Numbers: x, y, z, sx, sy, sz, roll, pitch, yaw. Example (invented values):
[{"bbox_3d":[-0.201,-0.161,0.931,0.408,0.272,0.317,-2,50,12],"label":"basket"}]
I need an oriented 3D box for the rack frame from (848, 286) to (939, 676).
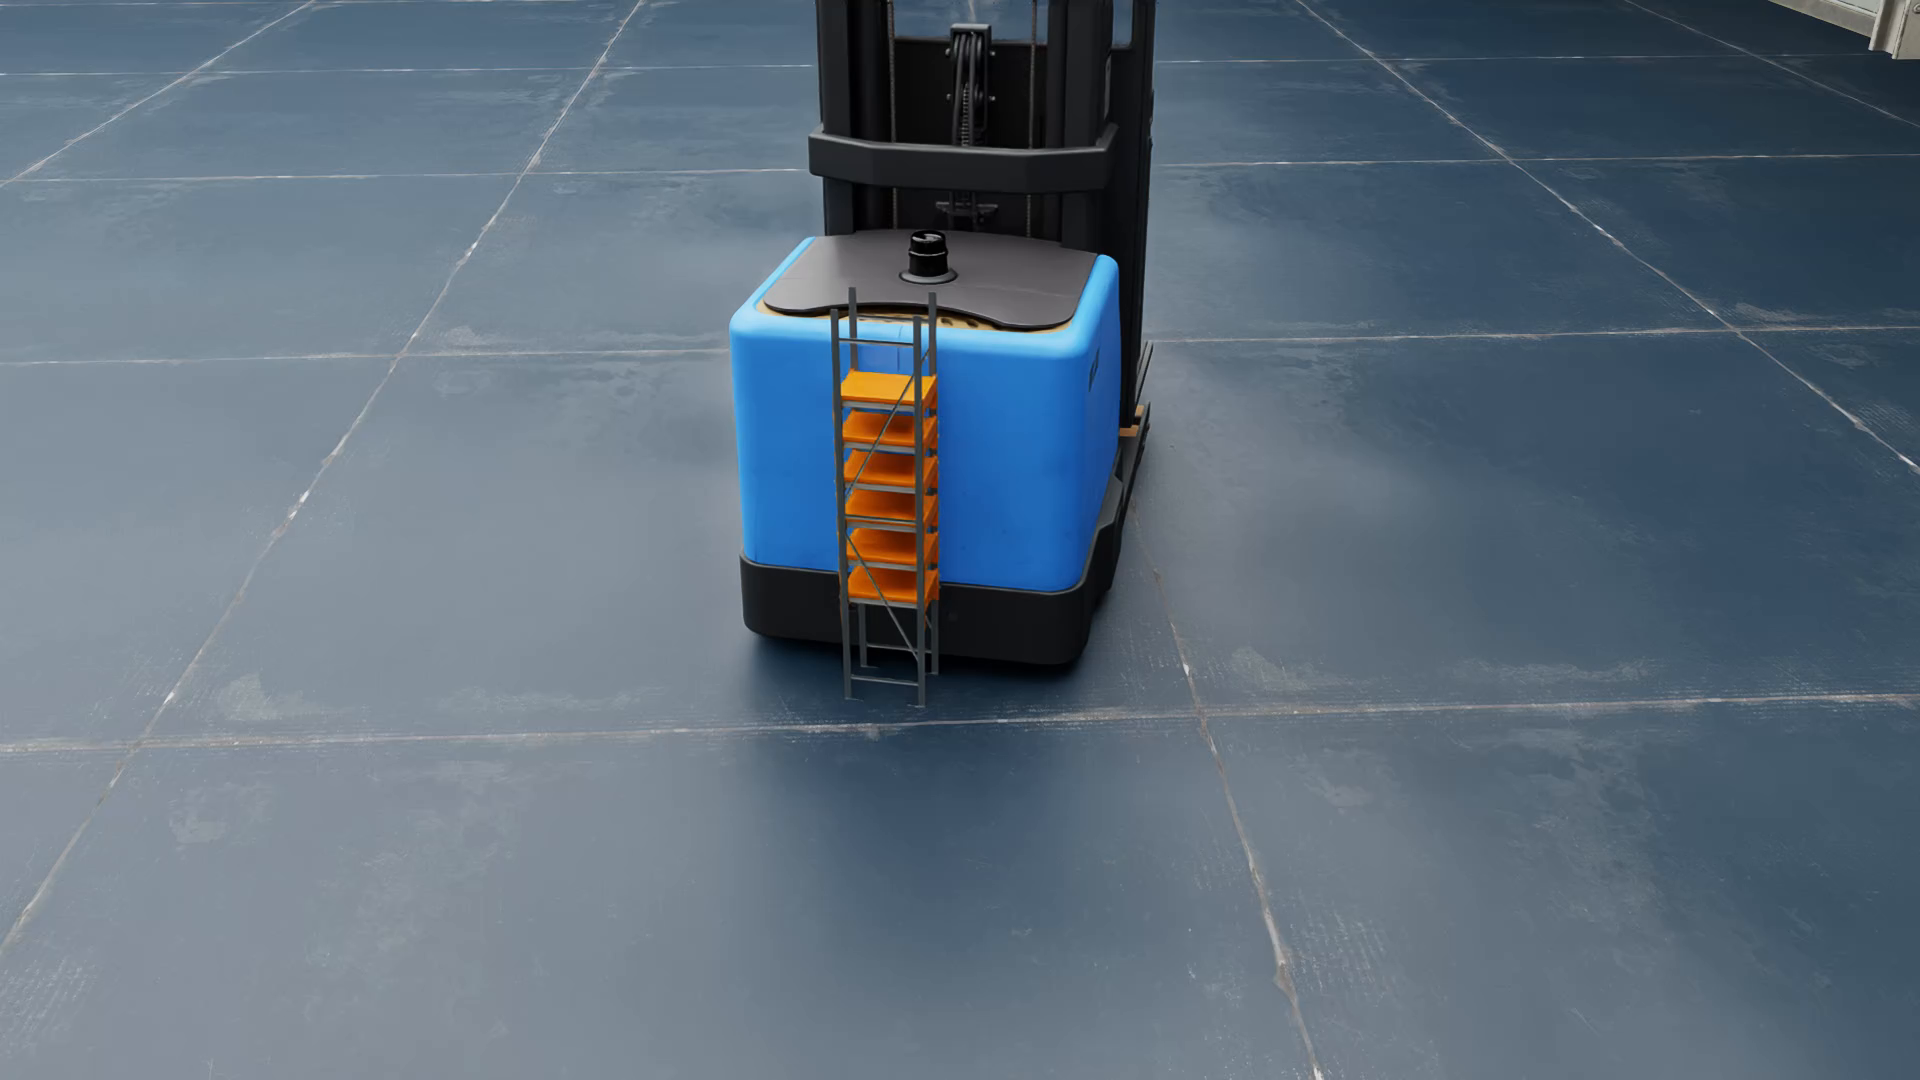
[{"bbox_3d":[-0.182,-0.137,4.715,0.240,1.200,0.006,5,28,10],"label":"rack frame"}]

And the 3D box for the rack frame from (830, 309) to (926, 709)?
[{"bbox_3d":[-0.217,-0.054,4.556,0.240,1.200,0.006,5,28,10],"label":"rack frame"}]

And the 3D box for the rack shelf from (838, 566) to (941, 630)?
[{"bbox_3d":[-0.200,0.157,4.767,0.258,0.103,0.180,5,28,10],"label":"rack shelf"}]

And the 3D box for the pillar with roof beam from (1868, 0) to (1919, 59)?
[{"bbox_3d":[3.102,-7.712,10.805,9.100,9.000,0.400,-1,28,-3],"label":"pillar with roof beam"}]

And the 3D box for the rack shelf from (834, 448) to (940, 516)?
[{"bbox_3d":[-0.200,-0.162,4.600,0.258,0.103,0.180,5,28,10],"label":"rack shelf"}]

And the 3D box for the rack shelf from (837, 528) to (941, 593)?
[{"bbox_3d":[-0.200,0.051,4.711,0.258,0.103,0.180,5,28,10],"label":"rack shelf"}]

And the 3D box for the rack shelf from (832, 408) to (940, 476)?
[{"bbox_3d":[-0.200,-0.269,4.545,0.258,0.103,0.180,5,28,10],"label":"rack shelf"}]

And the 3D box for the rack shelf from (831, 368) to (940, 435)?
[{"bbox_3d":[-0.200,-0.375,4.489,0.258,0.103,0.180,5,28,10],"label":"rack shelf"}]

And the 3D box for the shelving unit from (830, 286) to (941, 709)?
[{"bbox_3d":[-0.200,-0.095,4.635,0.258,1.200,0.189,5,28,10],"label":"shelving unit"}]

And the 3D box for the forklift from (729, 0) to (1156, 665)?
[{"bbox_3d":[0.126,-1.593,5.635,1.130,2.935,3.031,5,28,10],"label":"forklift"}]

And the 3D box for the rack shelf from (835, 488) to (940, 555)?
[{"bbox_3d":[-0.200,-0.056,4.656,0.258,0.103,0.180,5,28,10],"label":"rack shelf"}]
